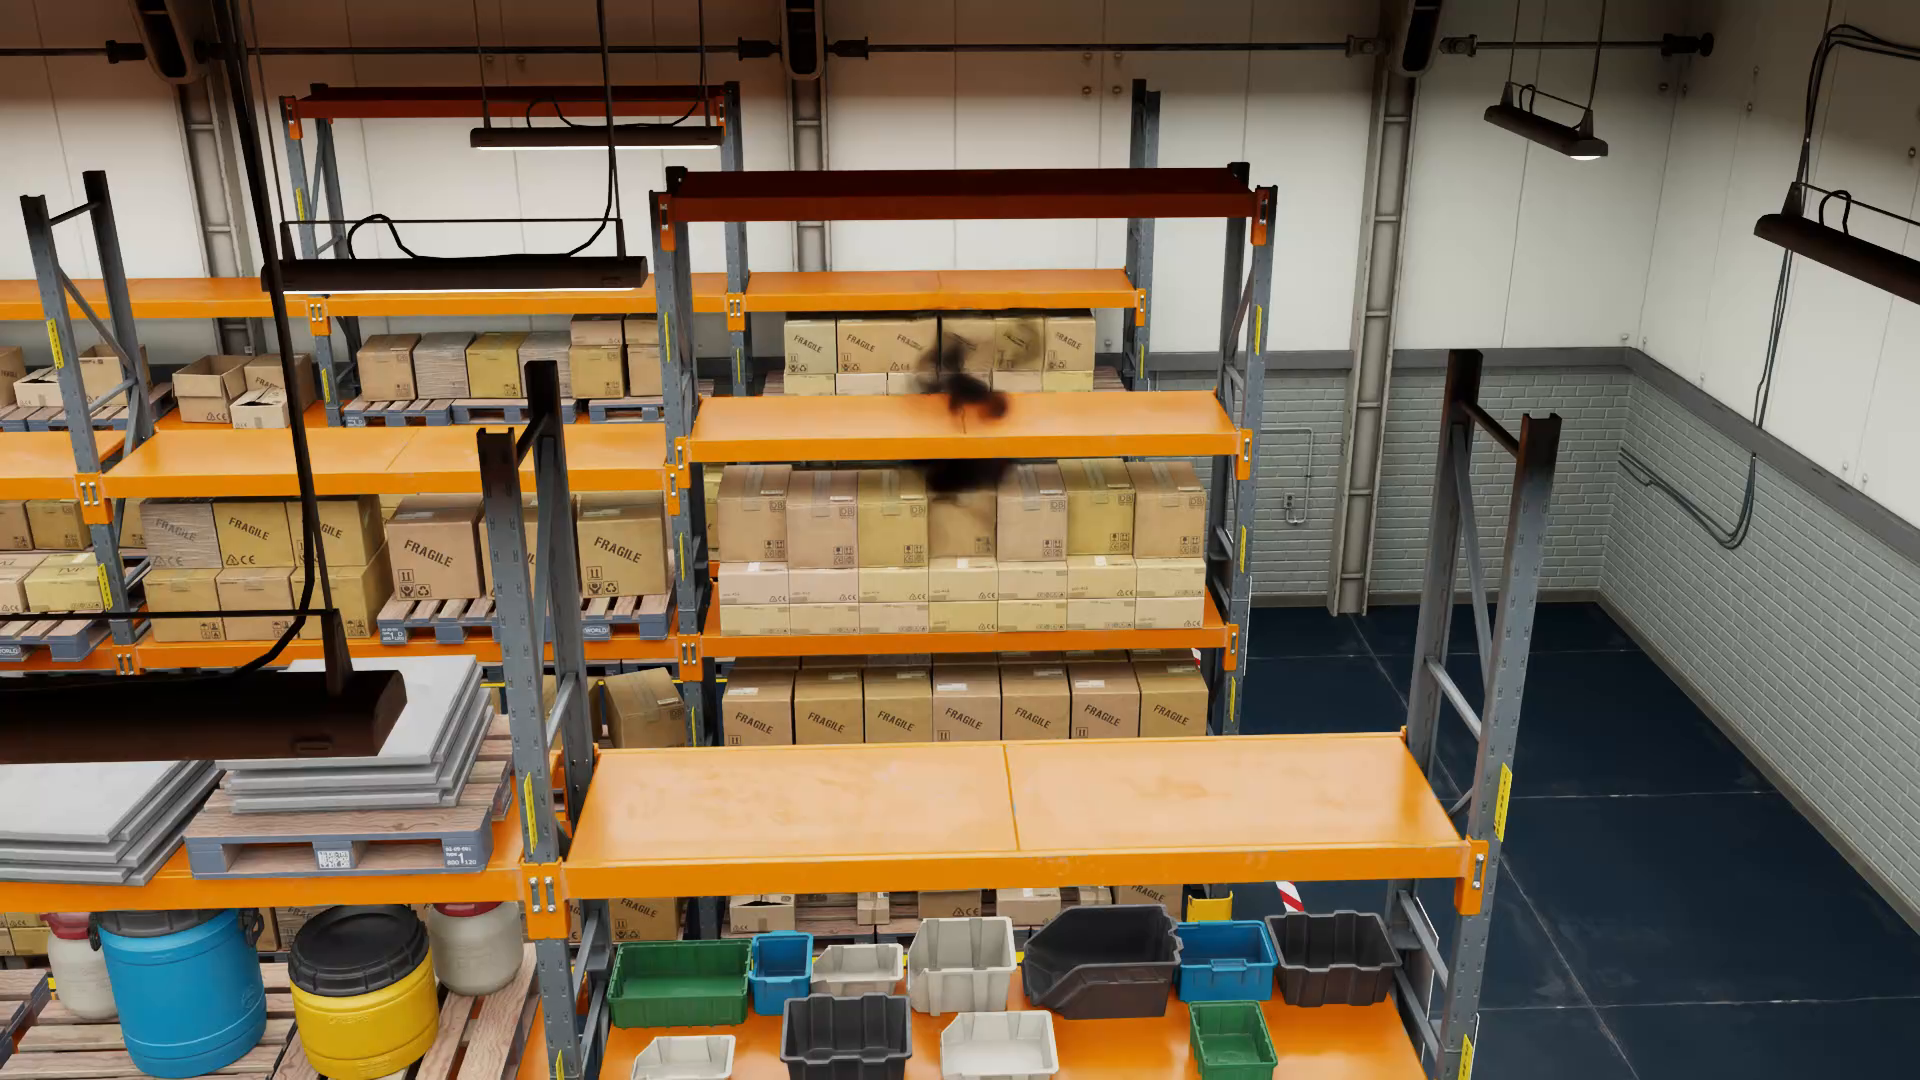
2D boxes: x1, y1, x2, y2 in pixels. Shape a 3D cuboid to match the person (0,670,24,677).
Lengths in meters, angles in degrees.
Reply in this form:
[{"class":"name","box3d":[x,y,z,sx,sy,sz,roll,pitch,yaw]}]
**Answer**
[{"class":"person","box3d":[-8.218,1.836,14.404,0.584,1.660,0.595,-3,22,-6]}]
